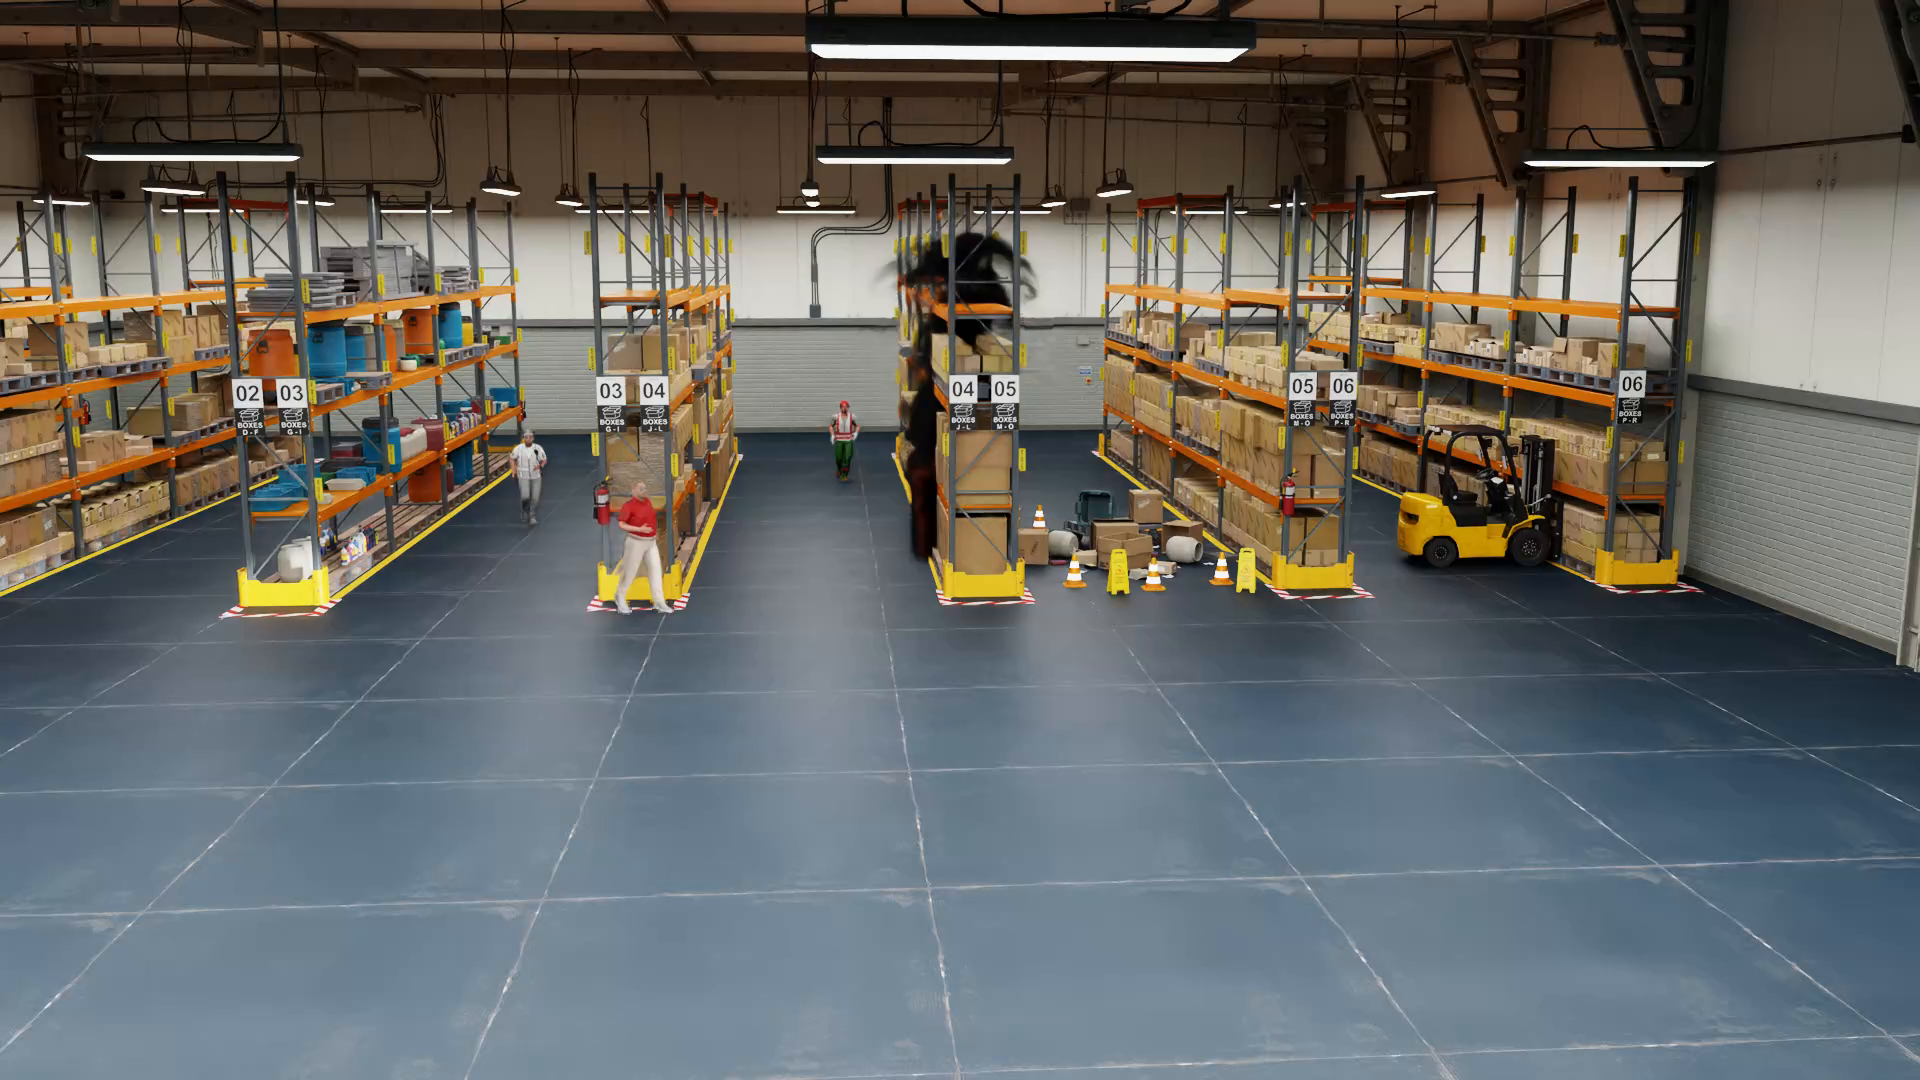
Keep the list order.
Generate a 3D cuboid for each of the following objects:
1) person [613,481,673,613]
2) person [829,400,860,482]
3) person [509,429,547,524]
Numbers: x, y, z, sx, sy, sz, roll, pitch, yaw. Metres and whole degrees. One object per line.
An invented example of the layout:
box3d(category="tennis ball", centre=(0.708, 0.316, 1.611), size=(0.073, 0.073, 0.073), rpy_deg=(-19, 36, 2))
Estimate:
box3d(category="person", centre=(-4.168, 0.110, 21.790), size=(0.966, 1.773, 0.669), rpy_deg=(7, 12, 36))
box3d(category="person", centre=(-2.467, -2.128, 35.727), size=(0.673, 1.751, 0.590), rpy_deg=(-1, 10, -7))
box3d(category="person", centre=(-7.801, -1.145, 30.134), size=(0.651, 1.740, 0.602), rpy_deg=(-3, 11, -19))
